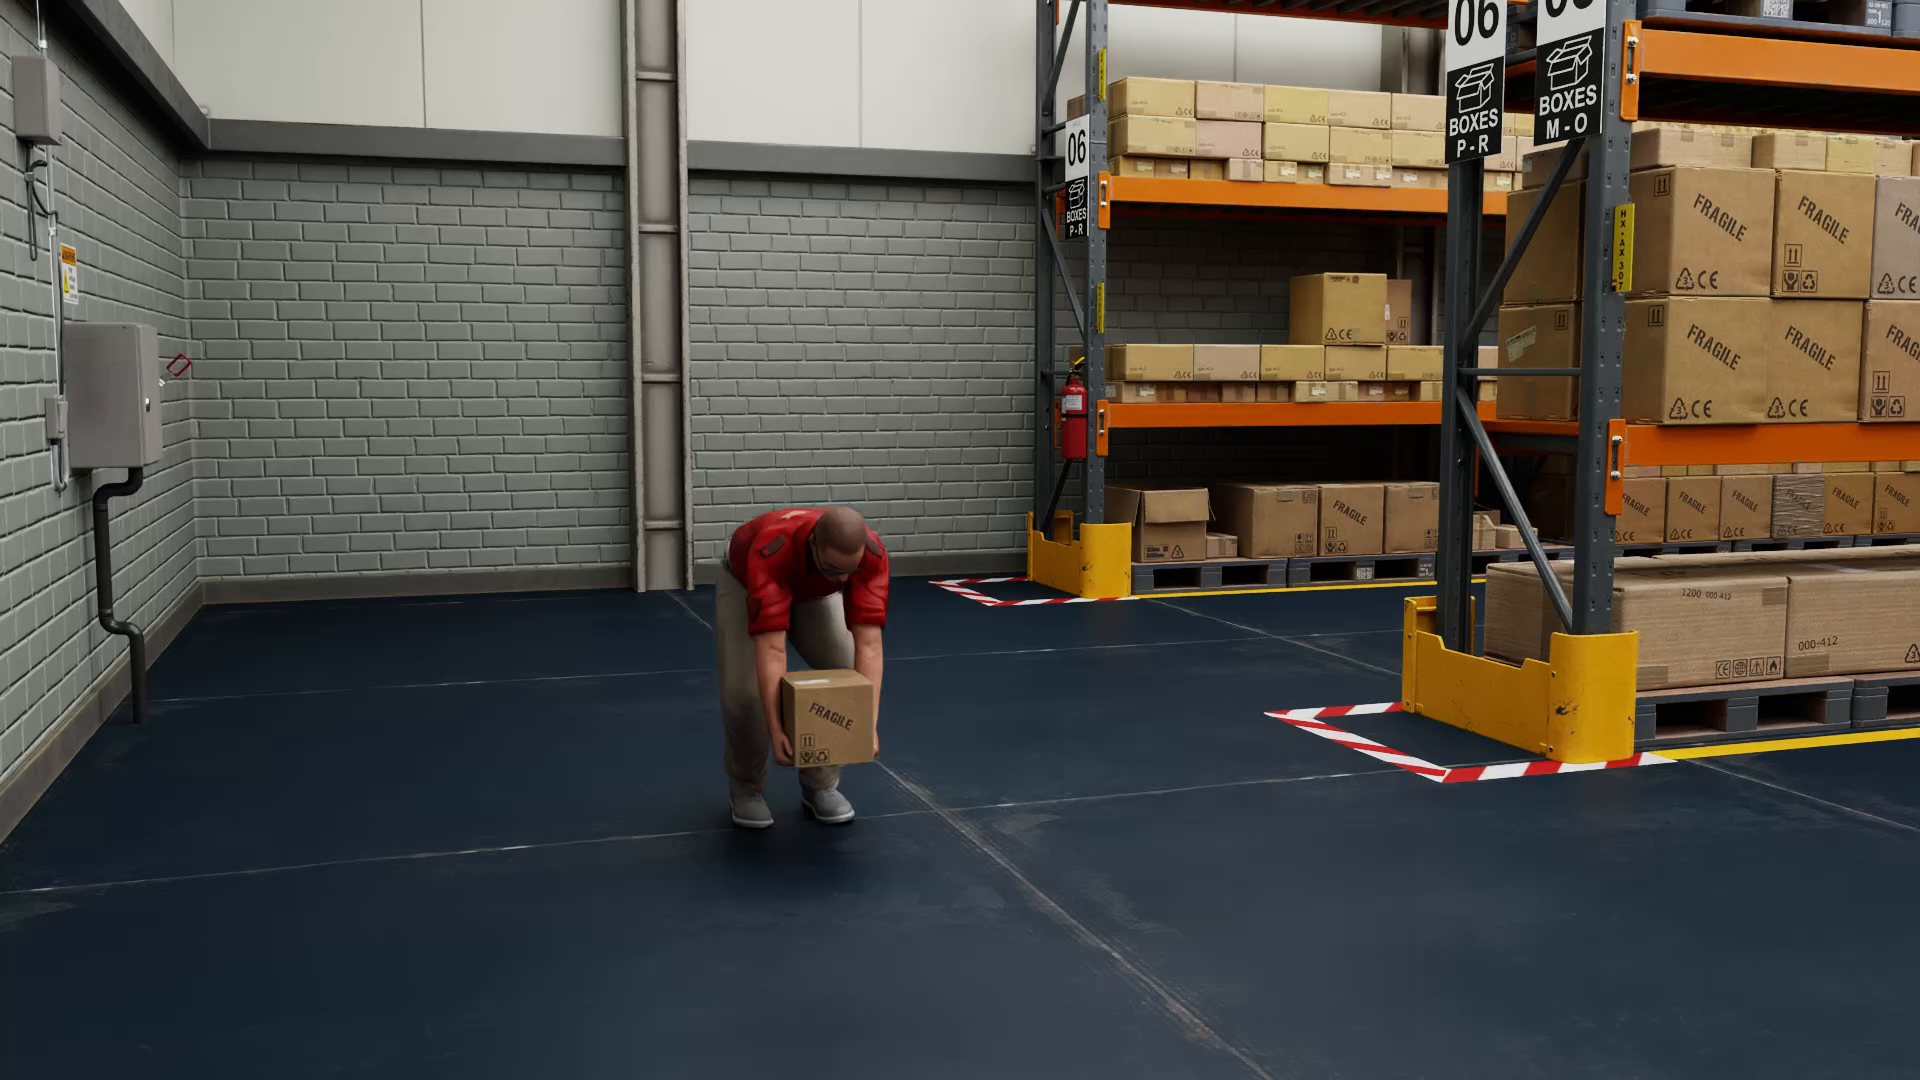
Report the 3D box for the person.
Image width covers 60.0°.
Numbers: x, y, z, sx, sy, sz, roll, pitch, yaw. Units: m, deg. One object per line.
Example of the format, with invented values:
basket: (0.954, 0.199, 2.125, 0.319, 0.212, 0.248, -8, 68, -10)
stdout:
person: (-0.522, 0.411, 5.463, 0.511, 1.102, 0.941, -2, 6, -21)
